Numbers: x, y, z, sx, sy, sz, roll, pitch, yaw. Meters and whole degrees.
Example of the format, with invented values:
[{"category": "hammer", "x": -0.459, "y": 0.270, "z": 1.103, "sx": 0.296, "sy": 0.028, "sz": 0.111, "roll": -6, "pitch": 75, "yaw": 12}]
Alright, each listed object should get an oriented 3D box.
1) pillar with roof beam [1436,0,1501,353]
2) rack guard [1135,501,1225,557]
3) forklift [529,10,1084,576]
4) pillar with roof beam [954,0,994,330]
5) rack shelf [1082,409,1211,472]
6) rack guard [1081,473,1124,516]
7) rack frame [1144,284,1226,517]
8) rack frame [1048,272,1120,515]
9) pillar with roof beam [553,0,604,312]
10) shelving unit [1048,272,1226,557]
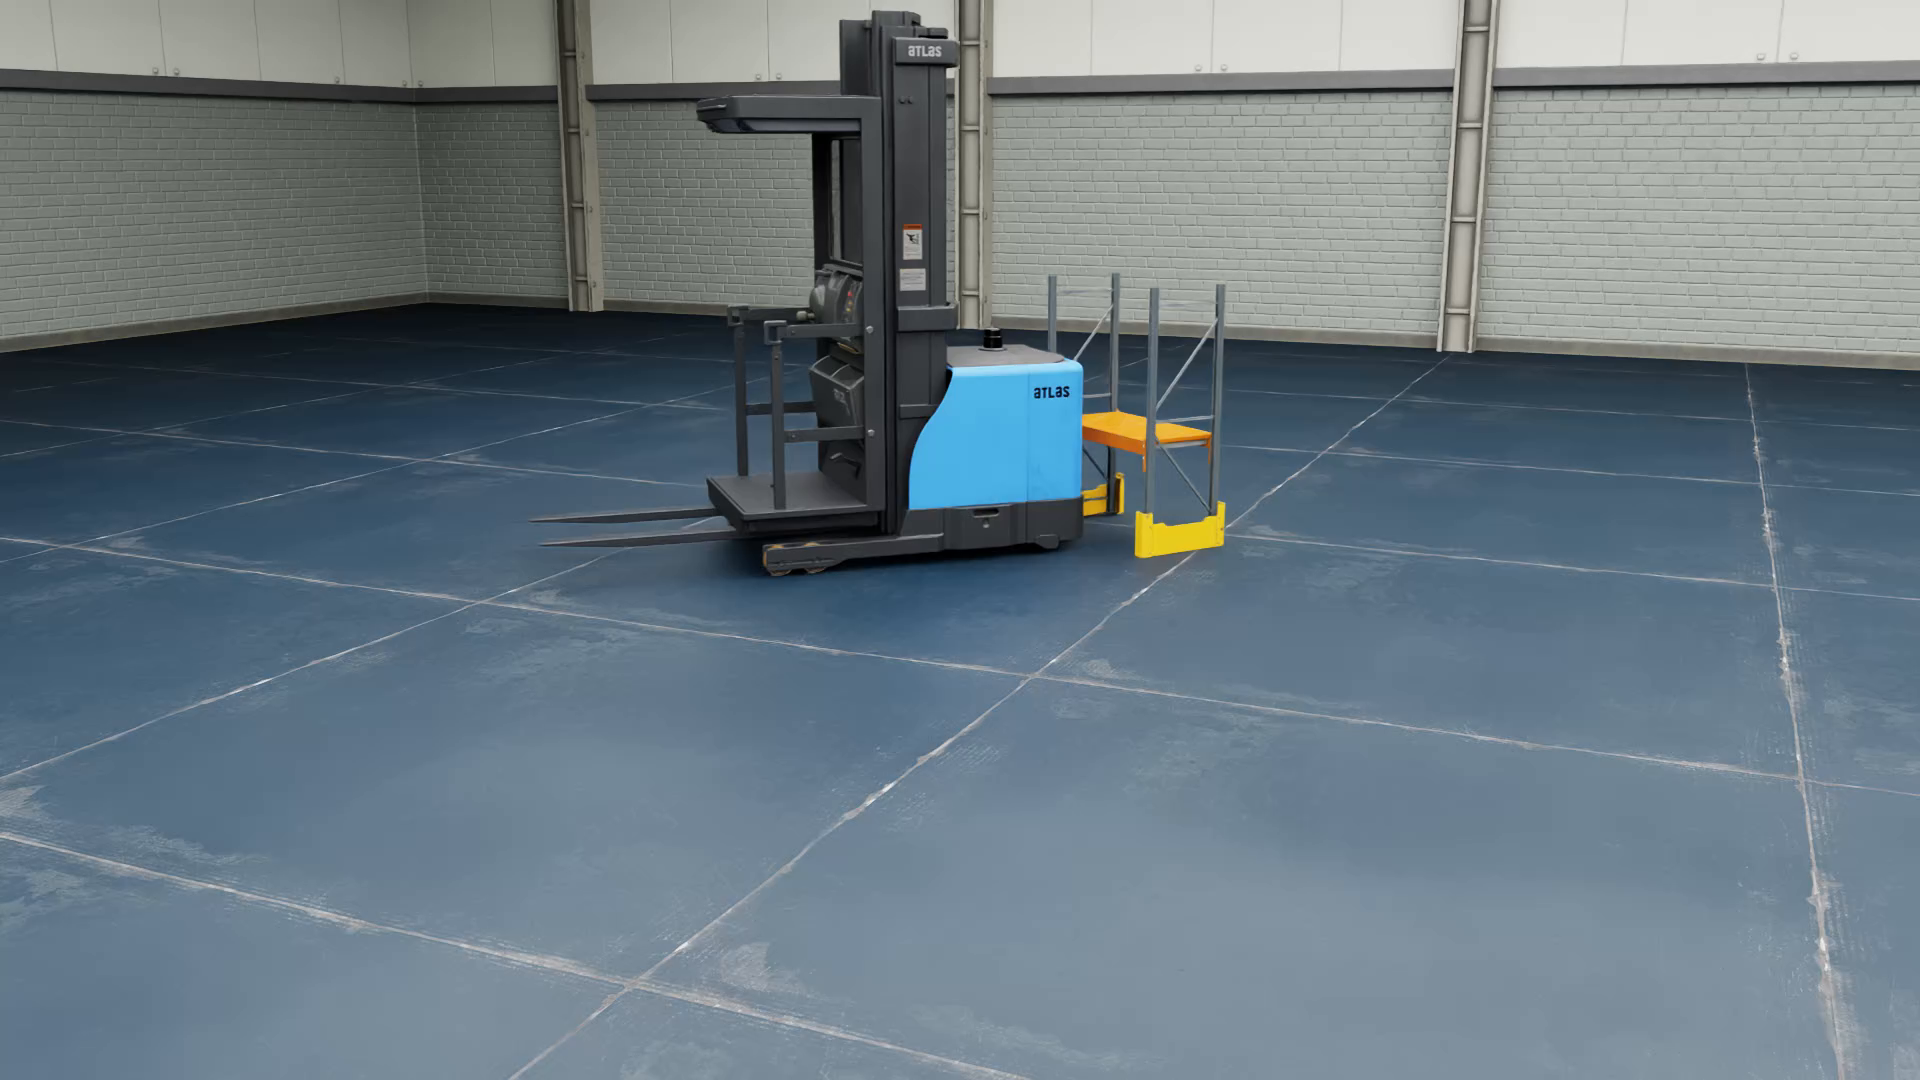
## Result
[{"category": "pillar with roof beam", "x": 3.913, "y": -5.642, "z": 14.100, "sx": 0.400, "sy": 9.000, "sz": 9.100, "roll": 6, "pitch": 14, "yaw": 23}, {"category": "rack guard", "x": 1.257, "y": -0.063, "z": 9.478, "sx": 0.587, "sy": 0.250, "sz": 0.087, "roll": -7, "pitch": 15, "yaw": -29}, {"category": "forklift", "x": -0.869, "y": -1.368, "z": 9.171, "sx": 3.031, "sy": 2.935, "sz": 1.130, "roll": -4, "pitch": 14, "yaw": -18}, {"category": "pillar with roof beam", "x": -1.573, "y": -6.197, "z": 16.466, "sx": 0.400, "sy": 9.000, "sz": 9.100, "roll": 6, "pitch": 14, "yaw": 23}, {"category": "rack shelf", "x": 1.005, "y": -0.597, "z": 9.805, "sx": 0.538, "sy": 0.185, "sz": 1.000, "roll": -7, "pitch": 15, "yaw": -29}, {"category": "rack guard", "x": 0.761, "y": -0.261, "z": 10.319, "sx": 0.587, "sy": 0.250, "sz": 0.087, "roll": -7, "pitch": 15, "yaw": -29}, {"category": "rack frame", "x": 1.258, "y": -0.672, "z": 9.334, "sx": 0.500, "sy": 1.500, "sz": 0.032, "roll": -7, "pitch": 15, "yaw": -29}, {"category": "rack frame", "x": 0.752, "y": -0.873, "z": 10.193, "sx": 0.500, "sy": 1.500, "sz": 0.032, "roll": -7, "pitch": 15, "yaw": -29}, {"category": "pillar with roof beam", "x": -7.058, "y": -6.752, "z": 18.832, "sx": 0.400, "sy": 9.000, "sz": 9.100, "roll": 6, "pitch": 14, "yaw": 23}, {"category": "shelving unit", "x": 1.009, "y": -0.771, "z": 9.756, "sx": 0.587, "sy": 1.500, "sz": 1.083, "roll": -7, "pitch": 15, "yaw": -29}]
